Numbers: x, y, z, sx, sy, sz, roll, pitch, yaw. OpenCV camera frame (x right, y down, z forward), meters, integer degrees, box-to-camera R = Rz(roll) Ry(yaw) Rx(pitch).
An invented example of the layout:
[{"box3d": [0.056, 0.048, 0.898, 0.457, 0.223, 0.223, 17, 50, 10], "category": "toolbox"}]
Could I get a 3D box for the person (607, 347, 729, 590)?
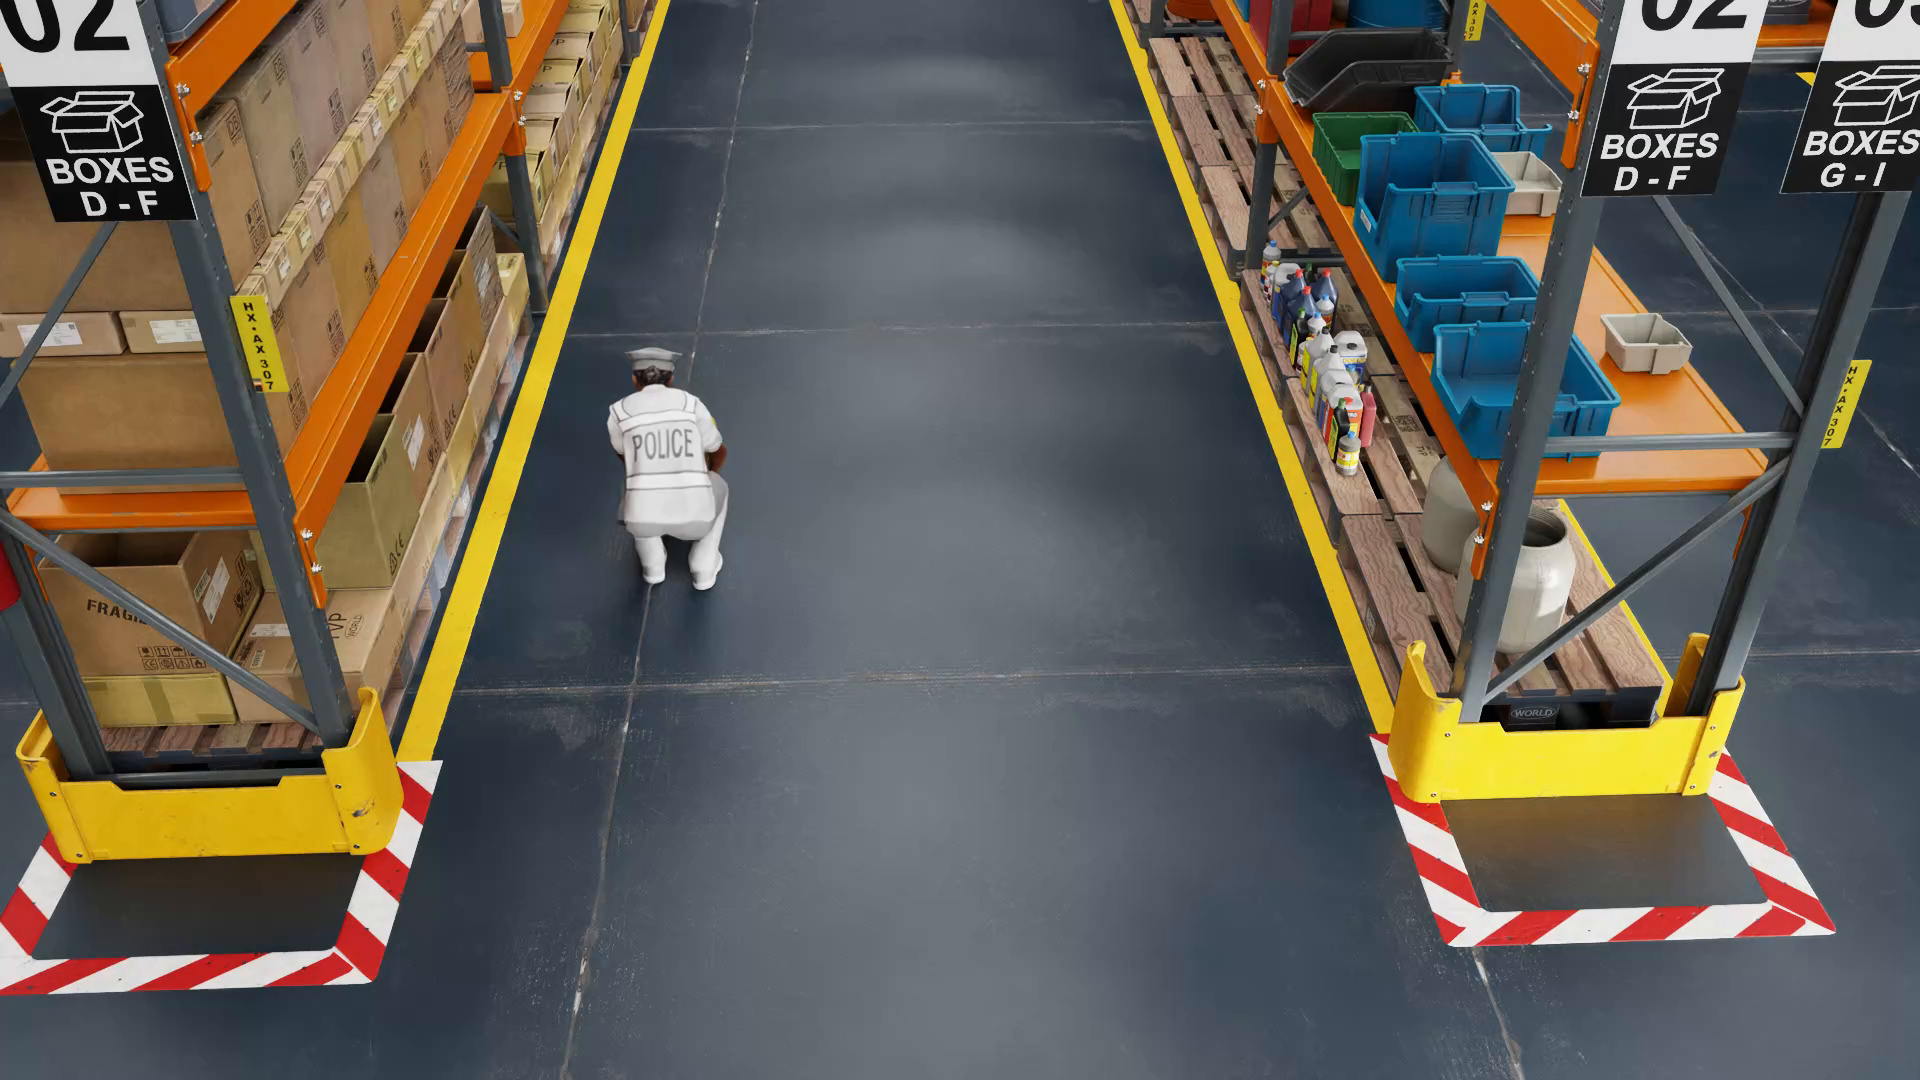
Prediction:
[{"box3d": [-1.274, -0.313, 7.214, 0.499, 0.946, 0.848, -1, 35, -2], "category": "person"}]
